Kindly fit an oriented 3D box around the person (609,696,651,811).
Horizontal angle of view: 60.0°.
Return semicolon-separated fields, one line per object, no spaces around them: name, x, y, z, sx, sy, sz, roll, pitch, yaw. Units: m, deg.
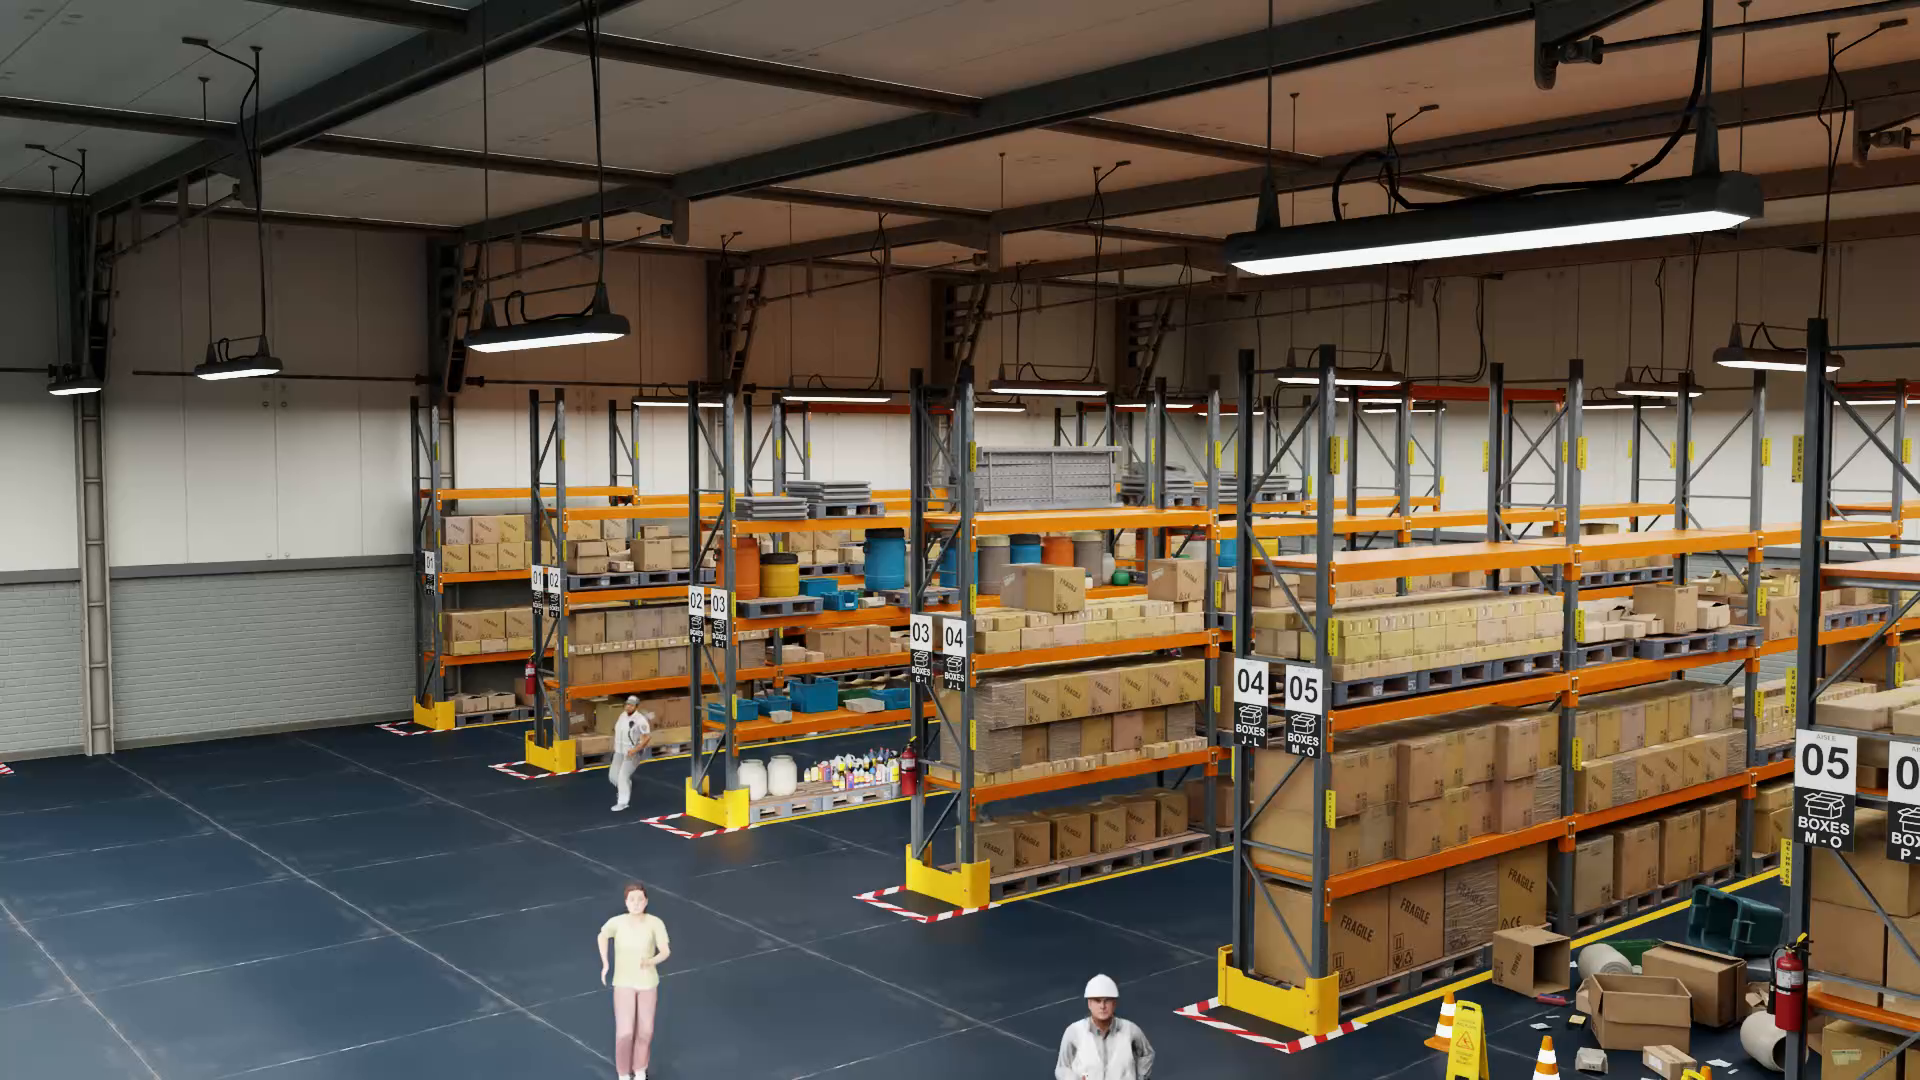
person;-4.630;2.983;23.418;0.672;1.614;0.530;2;4;26

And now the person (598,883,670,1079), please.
person;-2.573;3.550;13.169;0.550;1.669;0.667;-1;3;-14

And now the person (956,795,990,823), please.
person;0.236;3.068;20.913;0.690;1.722;0.606;3;5;43

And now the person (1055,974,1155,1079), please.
person;0.916;3.667;10.530;0.640;1.789;0.669;0;3;5
